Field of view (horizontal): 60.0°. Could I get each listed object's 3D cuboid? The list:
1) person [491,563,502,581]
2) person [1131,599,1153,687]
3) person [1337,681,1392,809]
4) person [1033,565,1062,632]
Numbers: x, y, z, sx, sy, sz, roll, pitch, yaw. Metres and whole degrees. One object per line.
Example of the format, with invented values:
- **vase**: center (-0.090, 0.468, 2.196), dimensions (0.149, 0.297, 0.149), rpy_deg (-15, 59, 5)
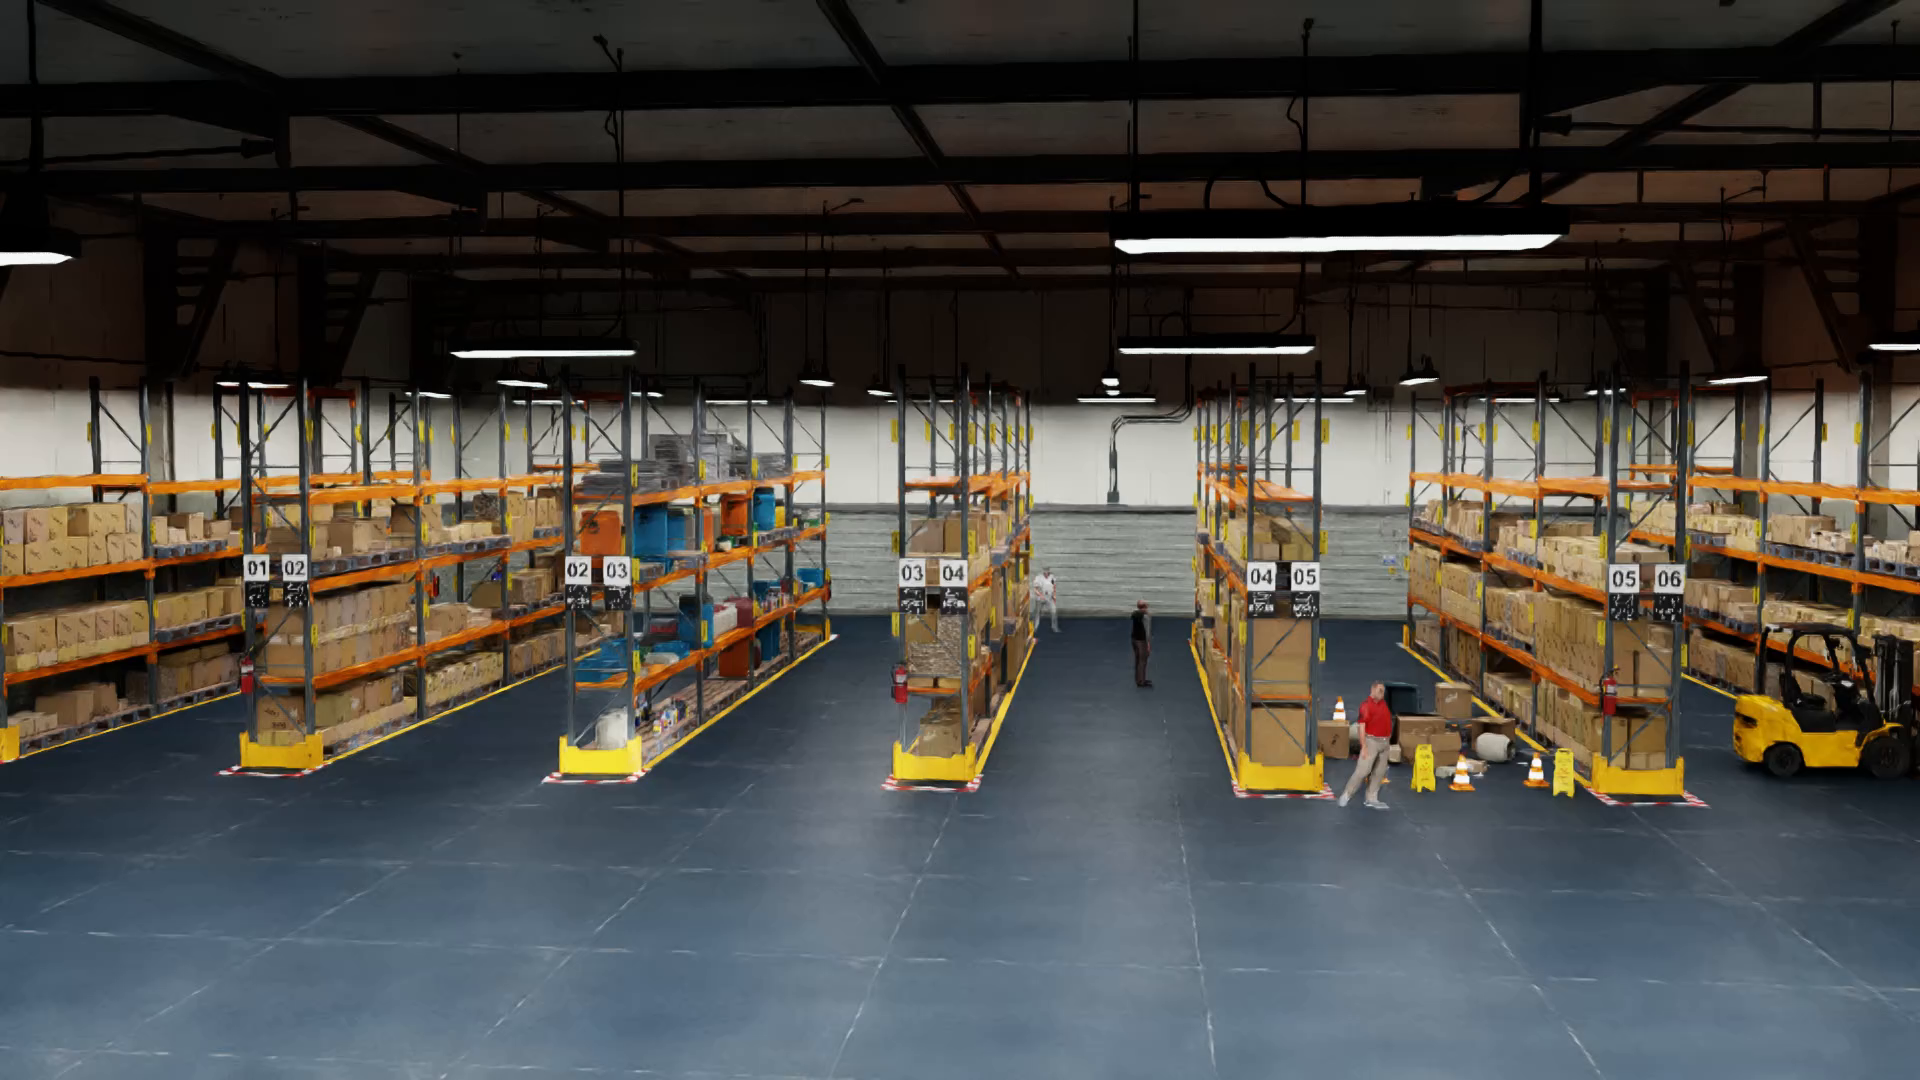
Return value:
- **person**: center (-12.123, 1.393, 43.948), dimensions (0.592, 1.598, 0.513), rpy_deg (0, 4, 3)
- **person**: center (3.634, 2.018, 32.871), dimensions (0.450, 1.727, 0.584), rpy_deg (-2, 4, -25)
- **person**: center (5.398, 2.726, 22.121), dimensions (0.729, 1.718, 0.547), rpy_deg (-3, 5, -36)
- **person**: center (2.151, 1.464, 41.884), dimensions (0.706, 1.691, 0.843), rpy_deg (-1, 4, -12)
